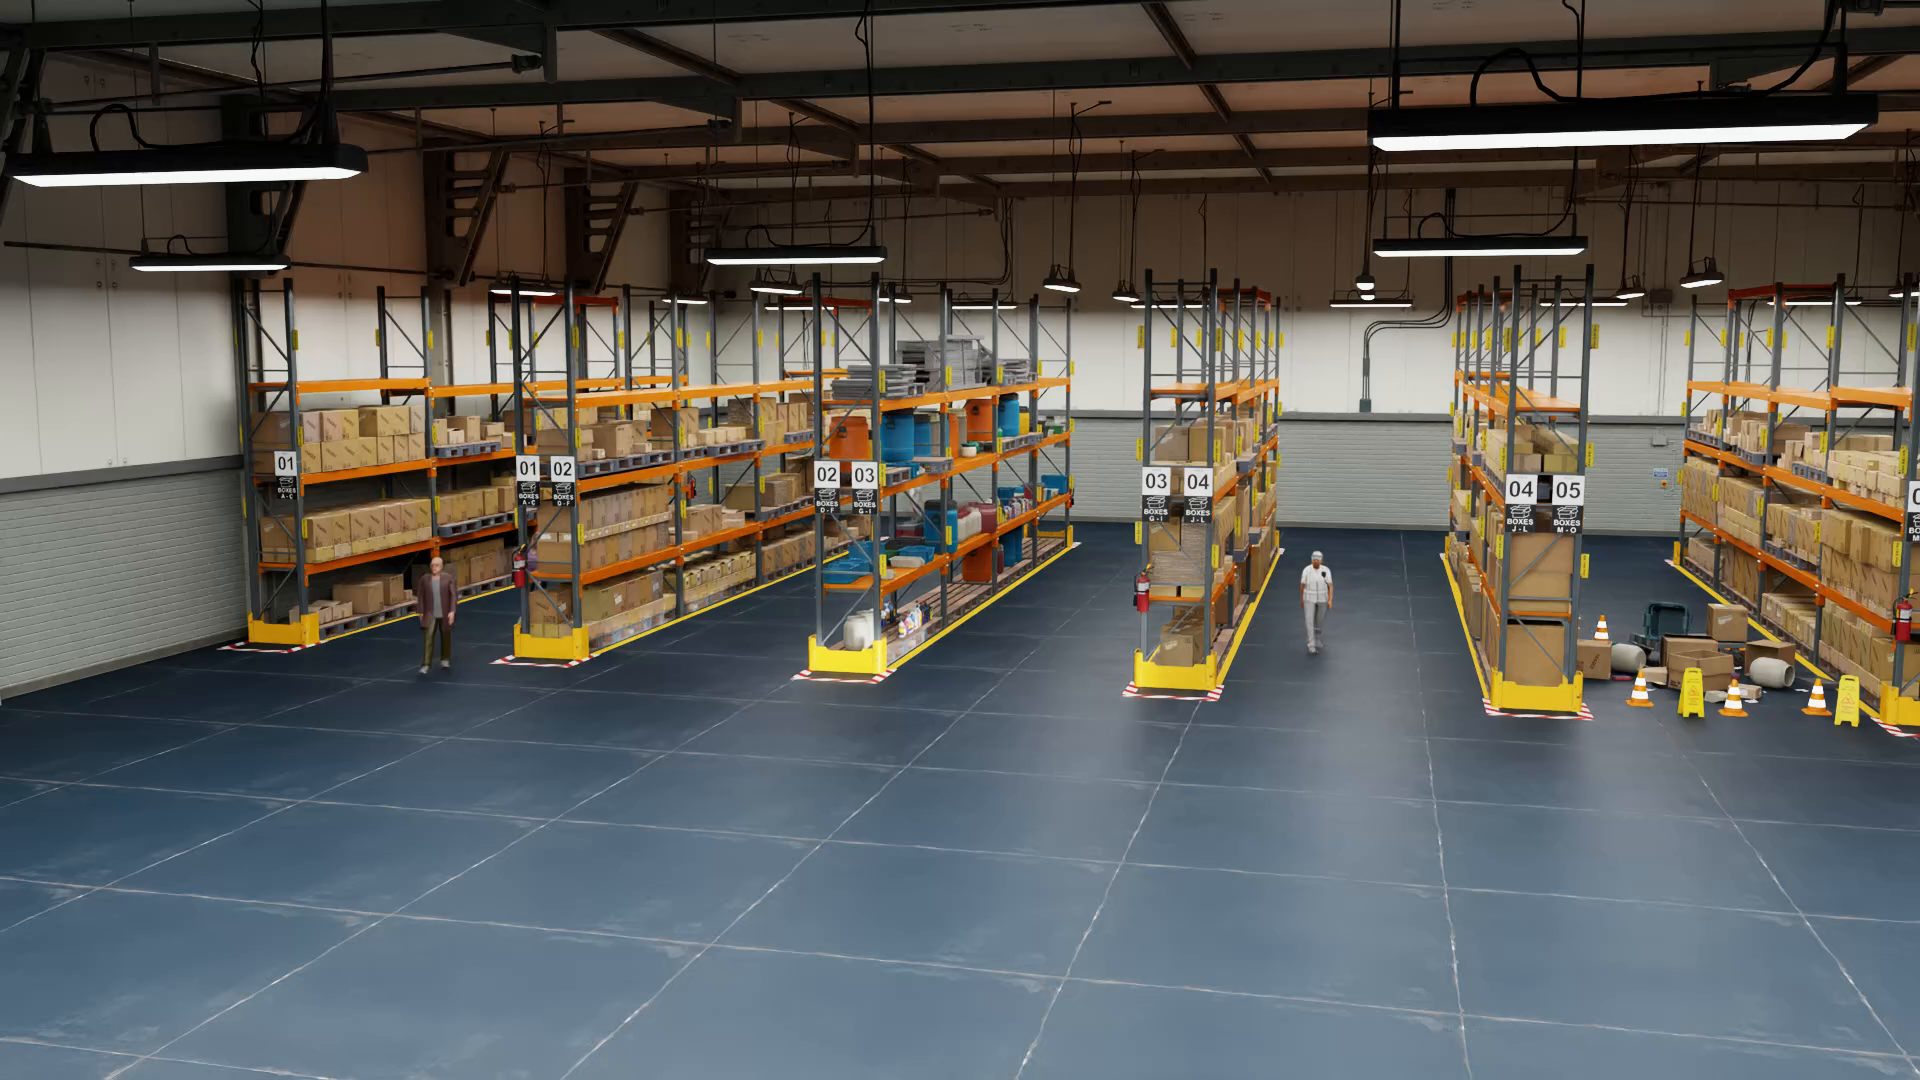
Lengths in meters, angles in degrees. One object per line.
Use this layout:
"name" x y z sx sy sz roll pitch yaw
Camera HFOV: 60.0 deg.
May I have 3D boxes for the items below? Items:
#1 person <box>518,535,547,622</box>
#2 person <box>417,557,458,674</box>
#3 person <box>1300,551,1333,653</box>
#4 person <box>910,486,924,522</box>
"person" -7.547 0.681 29.497 0.435 1.546 0.967 0 7 -2
"person" -7.860 1.124 25.020 0.600 1.729 1.086 -2 7 -16
"person" 5.742 0.983 26.734 0.499 1.607 1.004 0 7 4
"person" -1.116 -0.845 42.656 0.445 1.513 0.429 1 7 12
